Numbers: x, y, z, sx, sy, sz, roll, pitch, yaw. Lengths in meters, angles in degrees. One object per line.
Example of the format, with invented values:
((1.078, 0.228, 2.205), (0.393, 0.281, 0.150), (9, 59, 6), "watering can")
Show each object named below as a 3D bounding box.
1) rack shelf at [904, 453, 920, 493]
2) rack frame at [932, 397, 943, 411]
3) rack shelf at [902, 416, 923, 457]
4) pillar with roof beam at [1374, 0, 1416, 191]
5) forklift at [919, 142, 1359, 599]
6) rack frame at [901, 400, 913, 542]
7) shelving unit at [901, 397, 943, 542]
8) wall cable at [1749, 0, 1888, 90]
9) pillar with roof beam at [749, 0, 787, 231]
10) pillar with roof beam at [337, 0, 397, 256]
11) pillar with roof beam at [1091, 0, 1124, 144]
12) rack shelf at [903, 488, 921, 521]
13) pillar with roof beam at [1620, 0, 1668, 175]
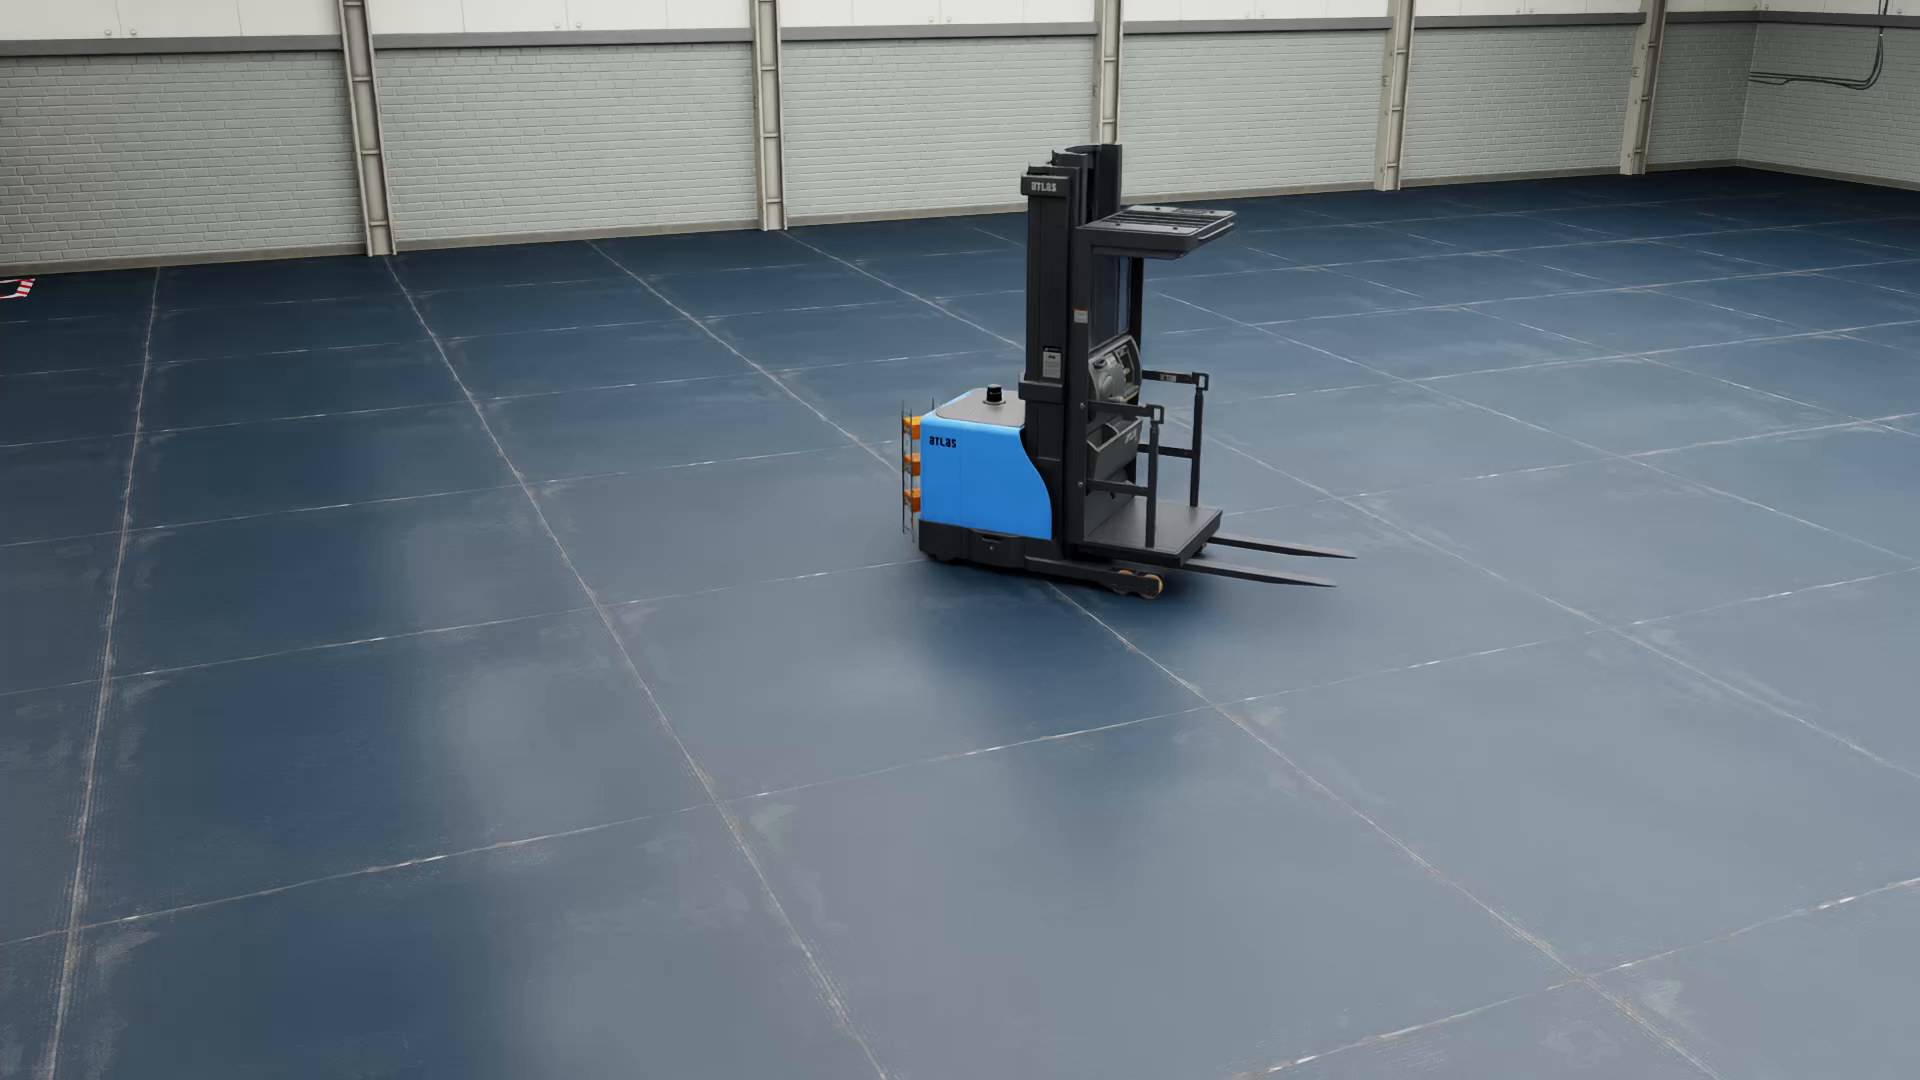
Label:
((-0.281, -0.515, 12.436), (0.240, 0.259, 0.215), (-8, 21, -21), "rack shelf")
((-0.168, -0.541, 12.477), (0.008, 1.050, 0.200), (-8, 21, -21), "rack frame")
((-0.281, -0.783, 12.342), (0.240, 0.259, 0.215), (-8, 21, -21), "rack shelf")
((9.712, -9.517, 26.002), (0.400, 9.000, 9.100), (-8, 21, -22), "pillar with roof beam")
((1.258, -1.181, 11.463), (3.031, 2.935, 1.130), (9, 21, 24), "forklift")
((-0.394, -0.510, 12.389), (0.008, 1.050, 0.200), (-8, 21, -21), "rack frame")
((-0.281, -0.525, 12.433), (0.252, 1.050, 0.215), (-8, 21, -21), "shelving unit")
((16.745, -10.139, 32.444), (0.112, 2.526, 3.097), (-8, 21, -22), "wall cable")
((-1.306, -7.939, 21.519), (0.400, 9.000, 9.100), (-8, 21, -22), "pillar with roof beam")
((-6.815, -7.149, 19.277), (0.400, 9.000, 9.100), (-8, 21, -22), "pillar with roof beam")
((4.203, -8.728, 23.761), (0.400, 9.000, 9.100), (-8, 21, -22), "pillar with roof beam")
((-0.281, -0.253, 12.529), (0.240, 0.259, 0.215), (-8, 21, -21), "rack shelf")
((15.221, -10.307, 28.244), (0.400, 9.000, 9.100), (-8, 21, -22), "pillar with roof beam")
